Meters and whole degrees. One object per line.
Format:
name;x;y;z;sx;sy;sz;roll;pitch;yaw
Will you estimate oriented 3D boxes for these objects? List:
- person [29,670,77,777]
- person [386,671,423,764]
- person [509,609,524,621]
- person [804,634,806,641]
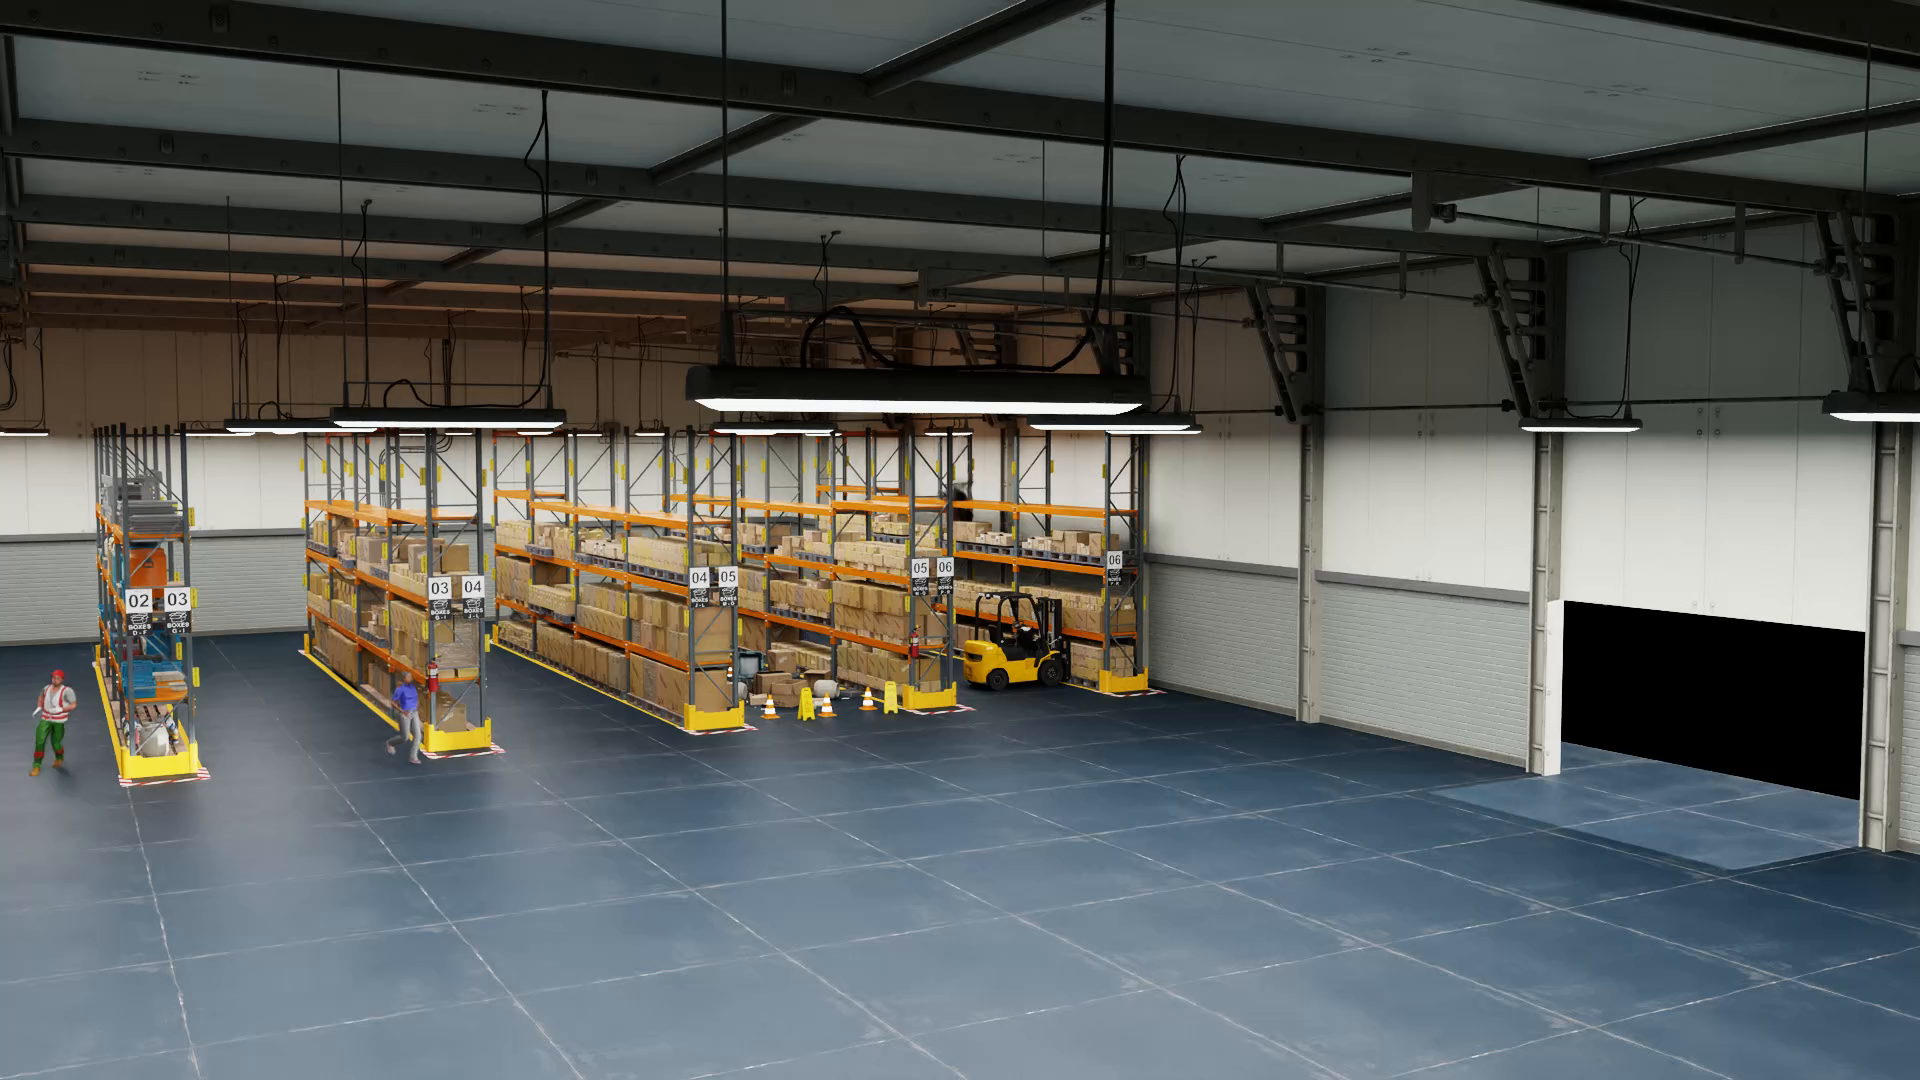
person;-15.529;3.092;28.501;0.730;1.741;0.989;0;3;-8
person;-9.816;3.137;29.515;0.797;1.637;0.600;2;4;31
person;-12.747;2.012;48.162;0.638;1.557;0.529;0;3;-6
person;-4.561;2.118;45.917;0.610;1.649;0.920;-2;4;-34
